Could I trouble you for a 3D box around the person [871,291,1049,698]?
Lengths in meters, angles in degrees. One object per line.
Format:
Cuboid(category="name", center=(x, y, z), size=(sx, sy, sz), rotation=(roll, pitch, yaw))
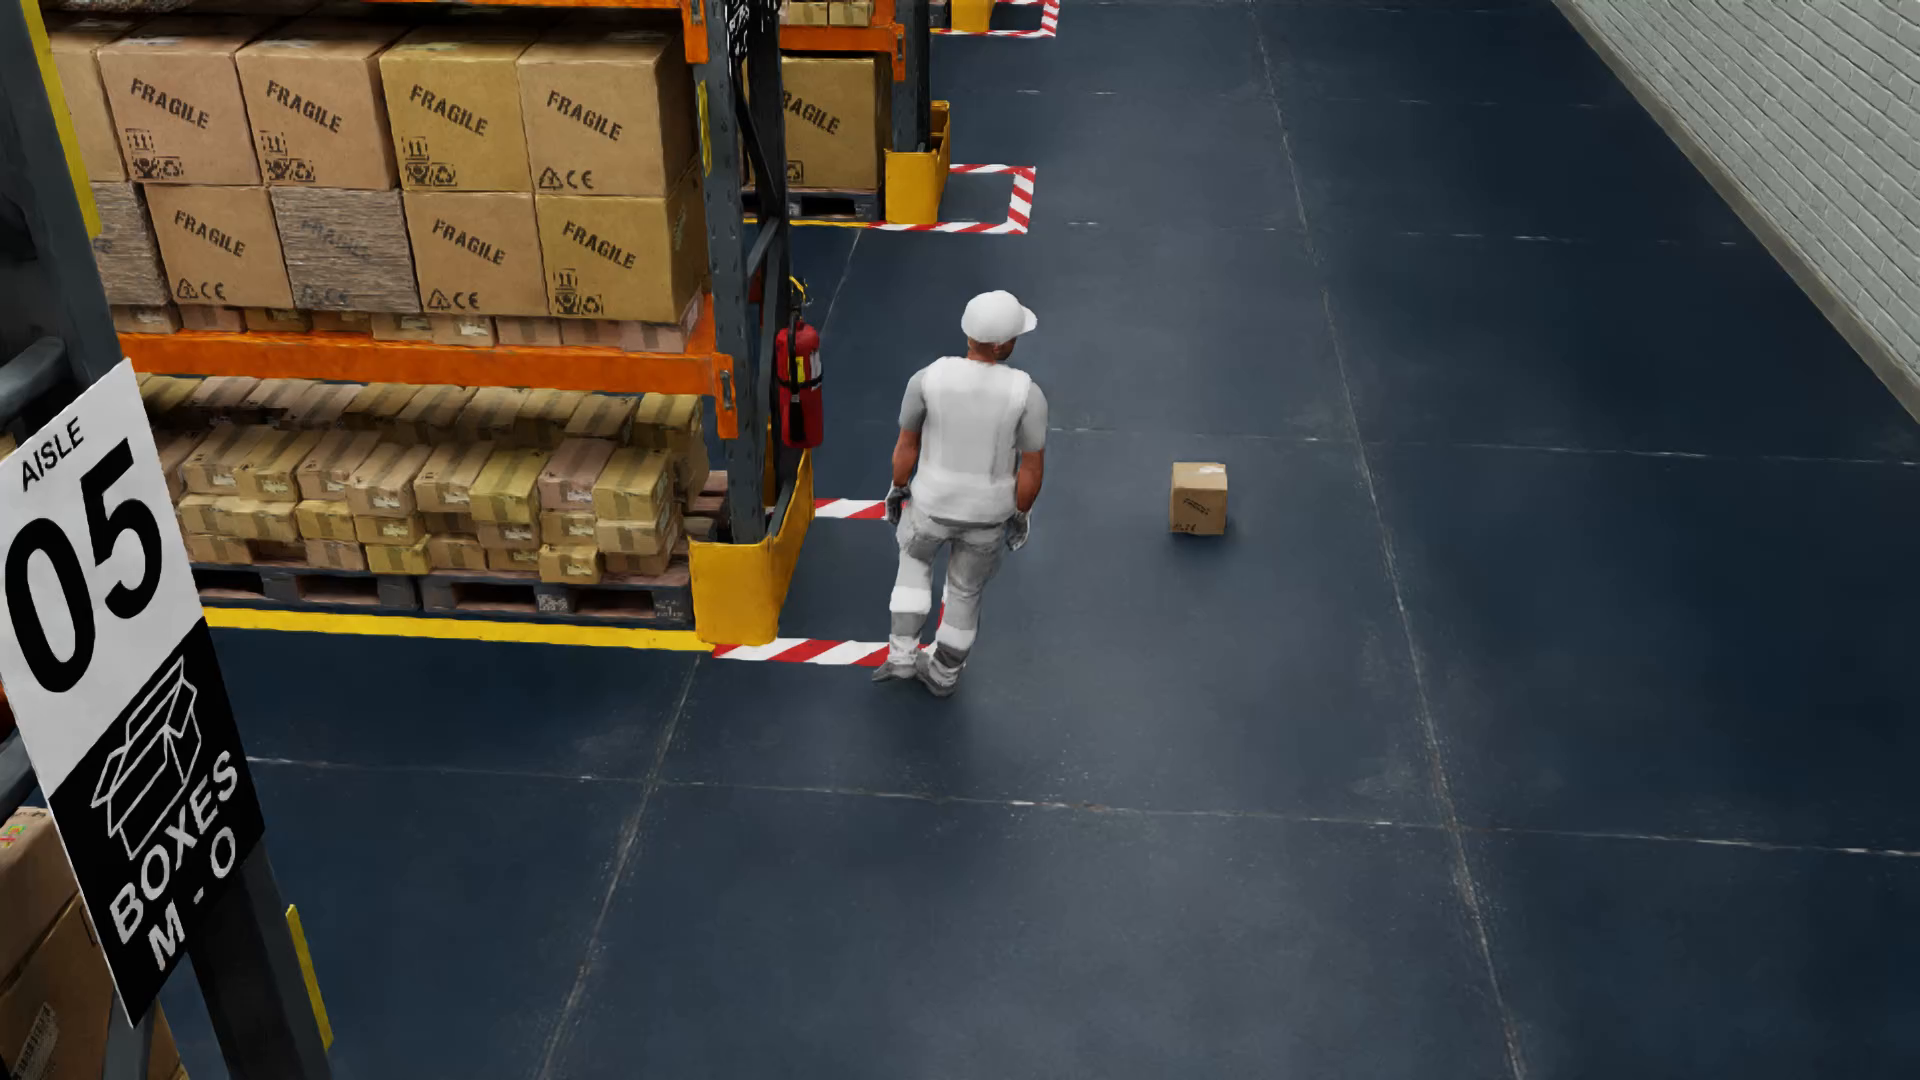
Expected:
Cuboid(category="person", center=(-0.016, -0.149, 6.370), size=(0.687, 1.776, 0.436), rotation=(1, 32, 2))
